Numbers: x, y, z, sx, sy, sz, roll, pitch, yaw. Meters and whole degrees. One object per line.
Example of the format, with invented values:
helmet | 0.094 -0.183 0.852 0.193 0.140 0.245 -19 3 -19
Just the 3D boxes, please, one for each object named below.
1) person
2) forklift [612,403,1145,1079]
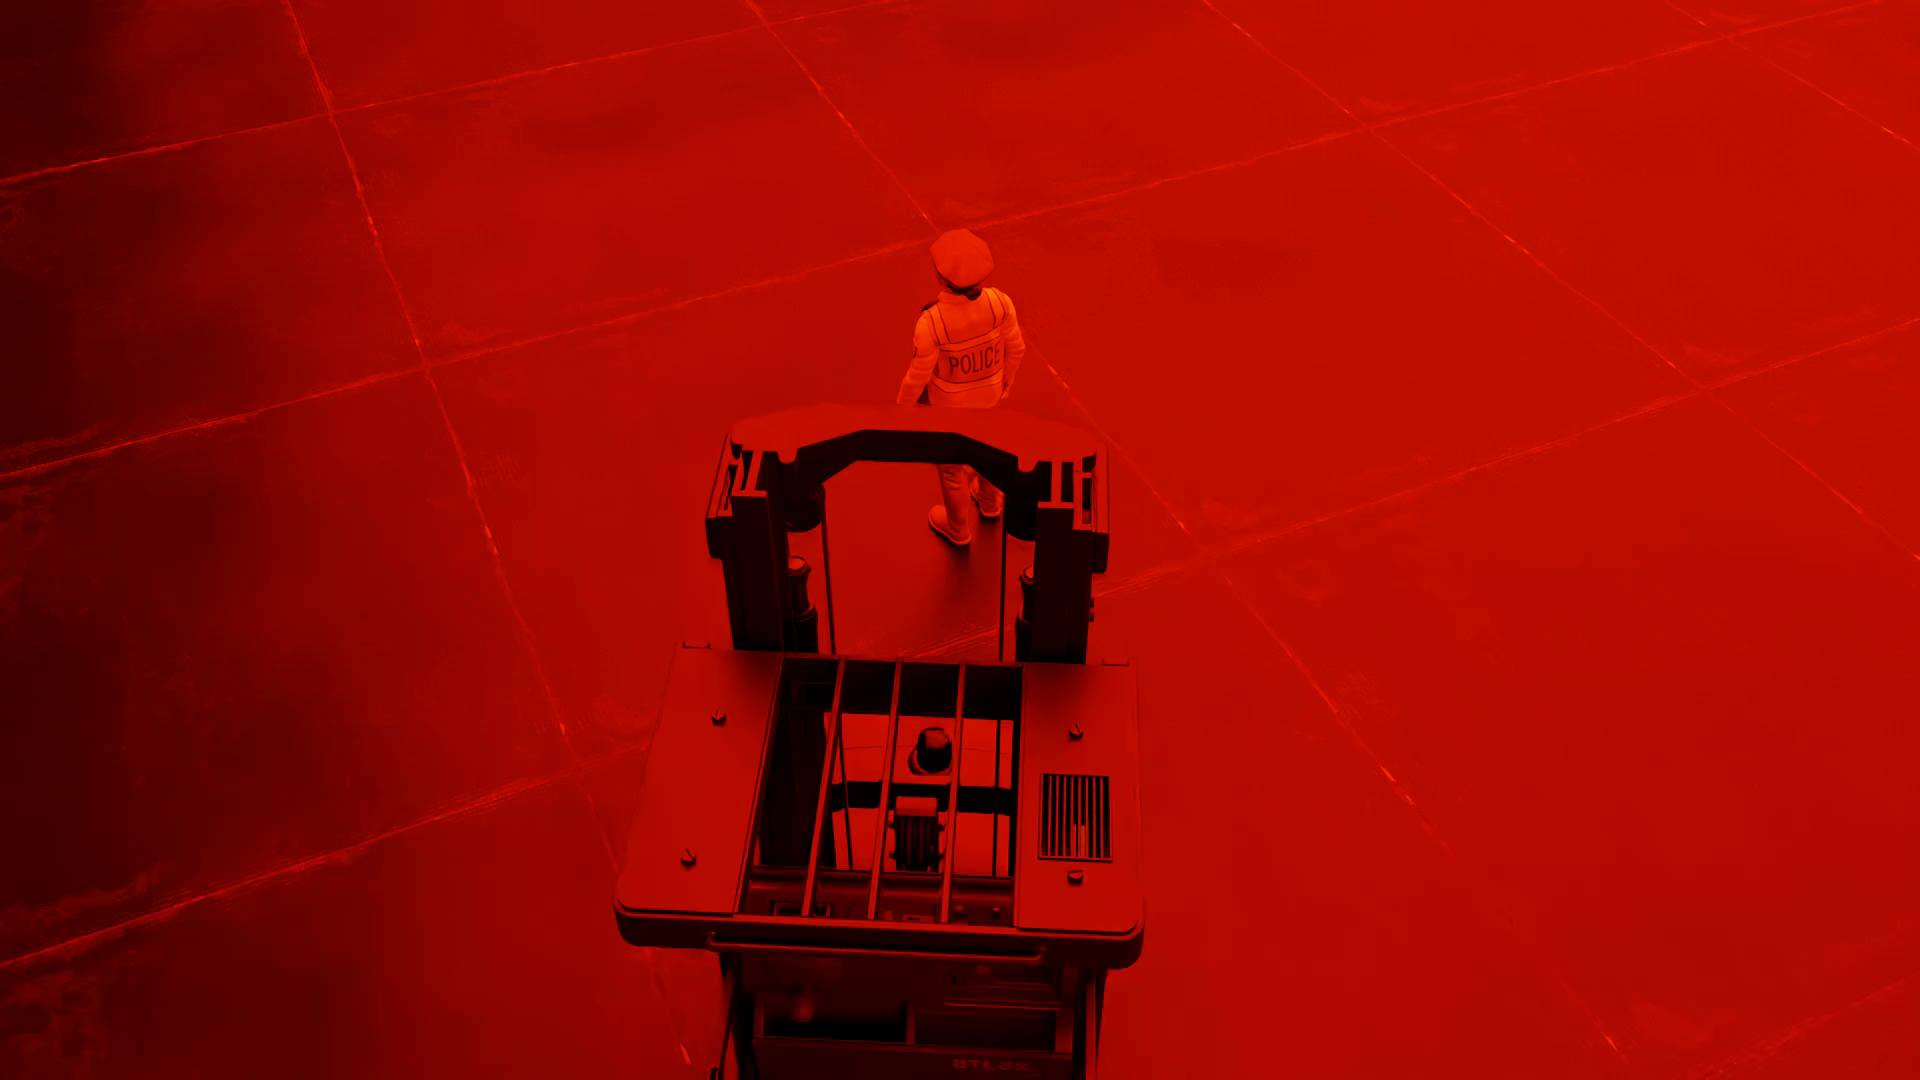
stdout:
person | -0.022 -0.669 7.293 0.586 1.694 0.532 -18 46 -18
forklift | -0.146 1.216 4.377 1.130 2.935 3.031 2 43 2
